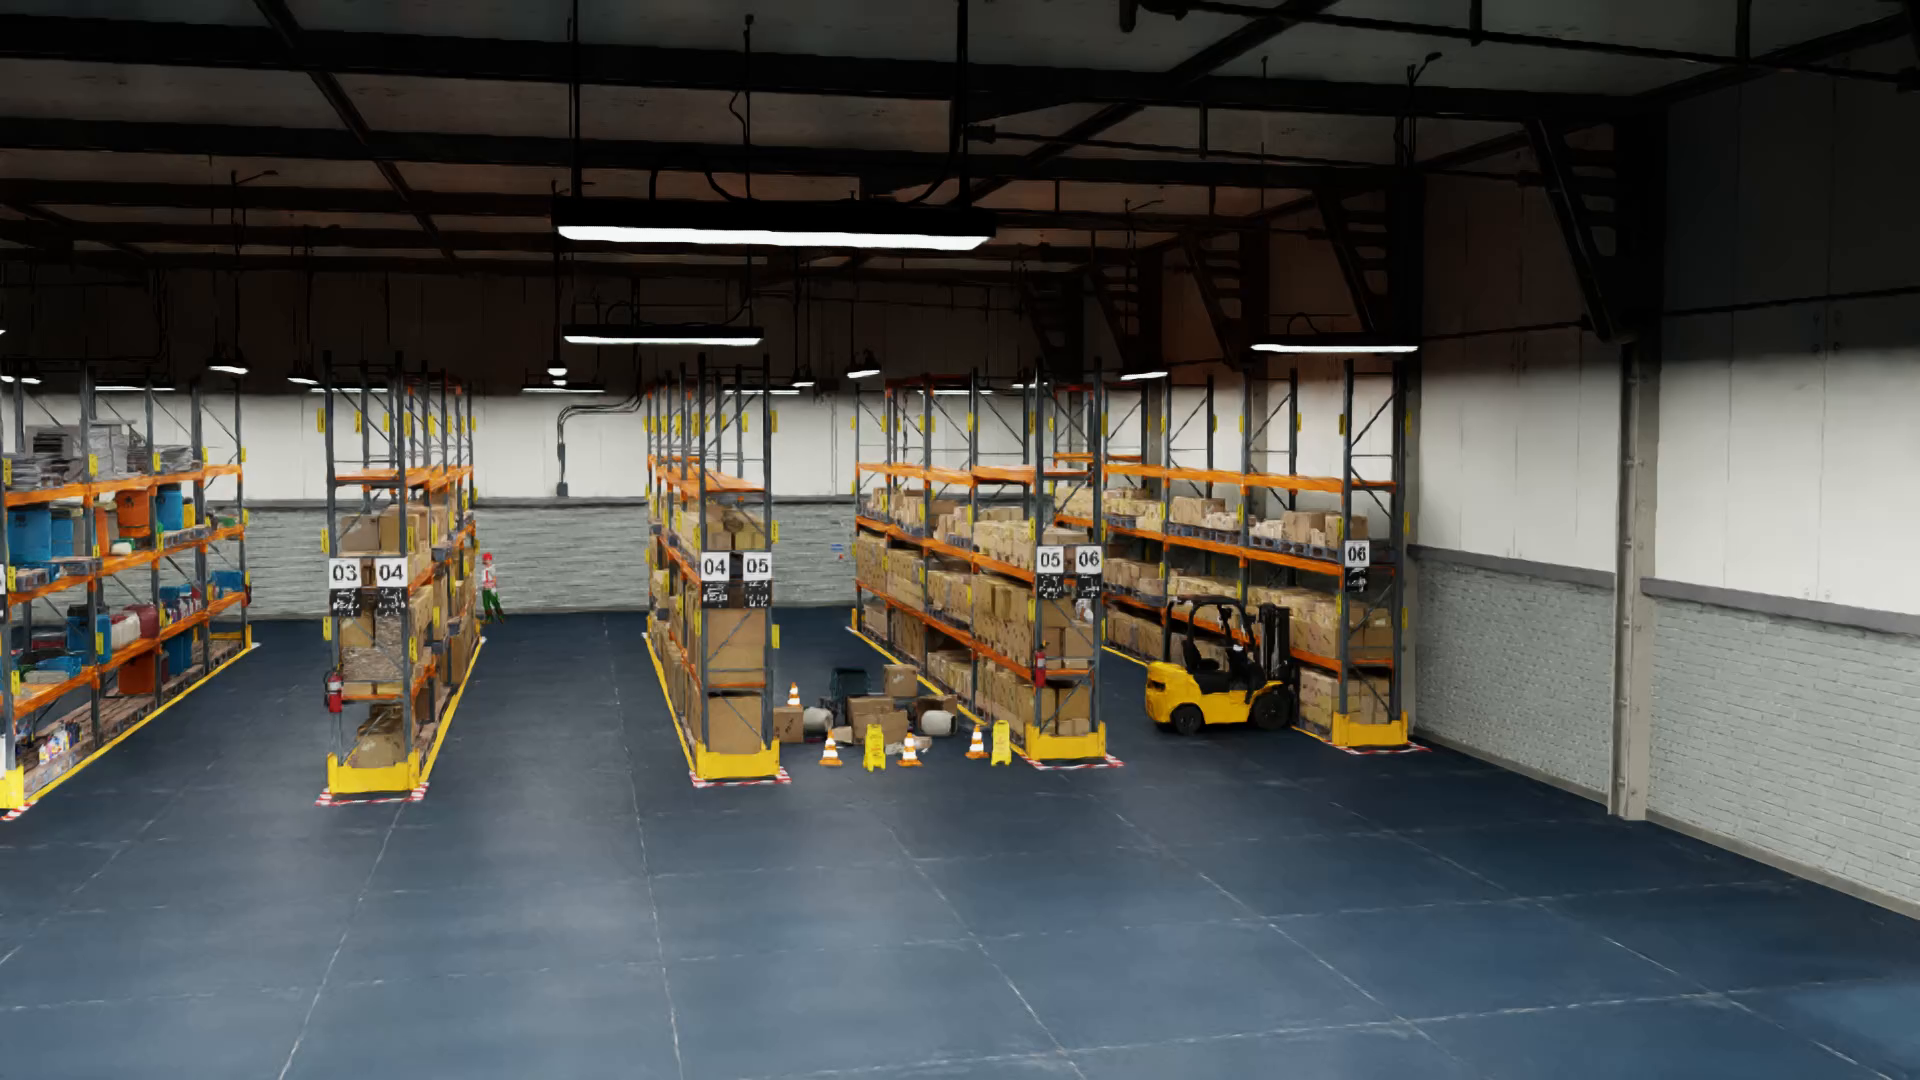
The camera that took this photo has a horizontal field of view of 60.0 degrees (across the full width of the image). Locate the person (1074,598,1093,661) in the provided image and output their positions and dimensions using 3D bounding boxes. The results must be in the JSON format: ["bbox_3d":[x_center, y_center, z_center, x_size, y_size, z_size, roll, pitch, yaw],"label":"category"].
[{"bbox_3d":[2.608,1.707,35.291,0.567,1.657,0.610,1,4,8],"label":"person"}]

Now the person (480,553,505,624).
[{"bbox_3d":[-11.781,1.211,41.851,0.553,1.781,0.646,-4,5,-43],"label":"person"}]
